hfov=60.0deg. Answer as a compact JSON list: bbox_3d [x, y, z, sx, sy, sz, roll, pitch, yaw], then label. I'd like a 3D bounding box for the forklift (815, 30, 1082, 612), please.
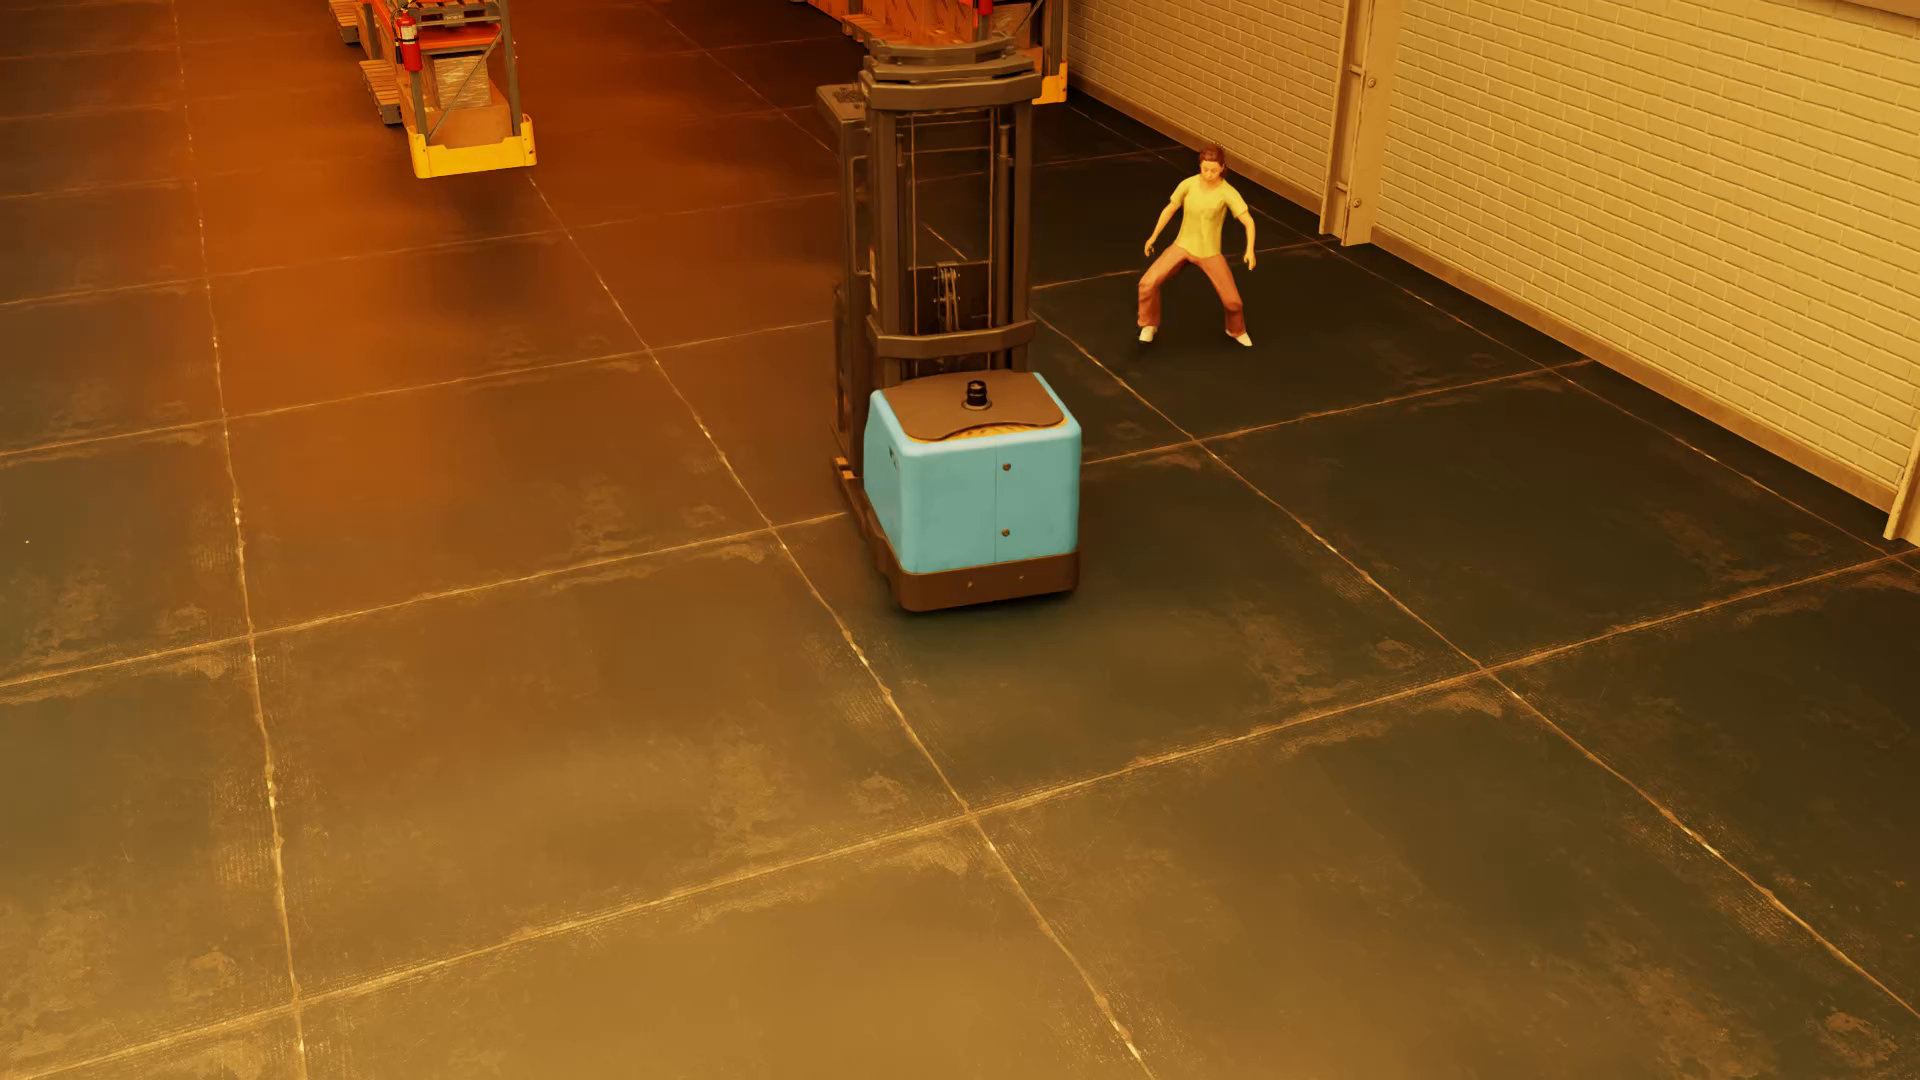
[{"bbox_3d":[-0.206,-1.592,9.905,1.130,2.935,3.031,-8,31,-13],"label":"forklift"}]

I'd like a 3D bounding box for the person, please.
[{"bbox_3d":[1.813,-2.151,12.321,0.873,1.552,0.681,13,32,22],"label":"person"}]
